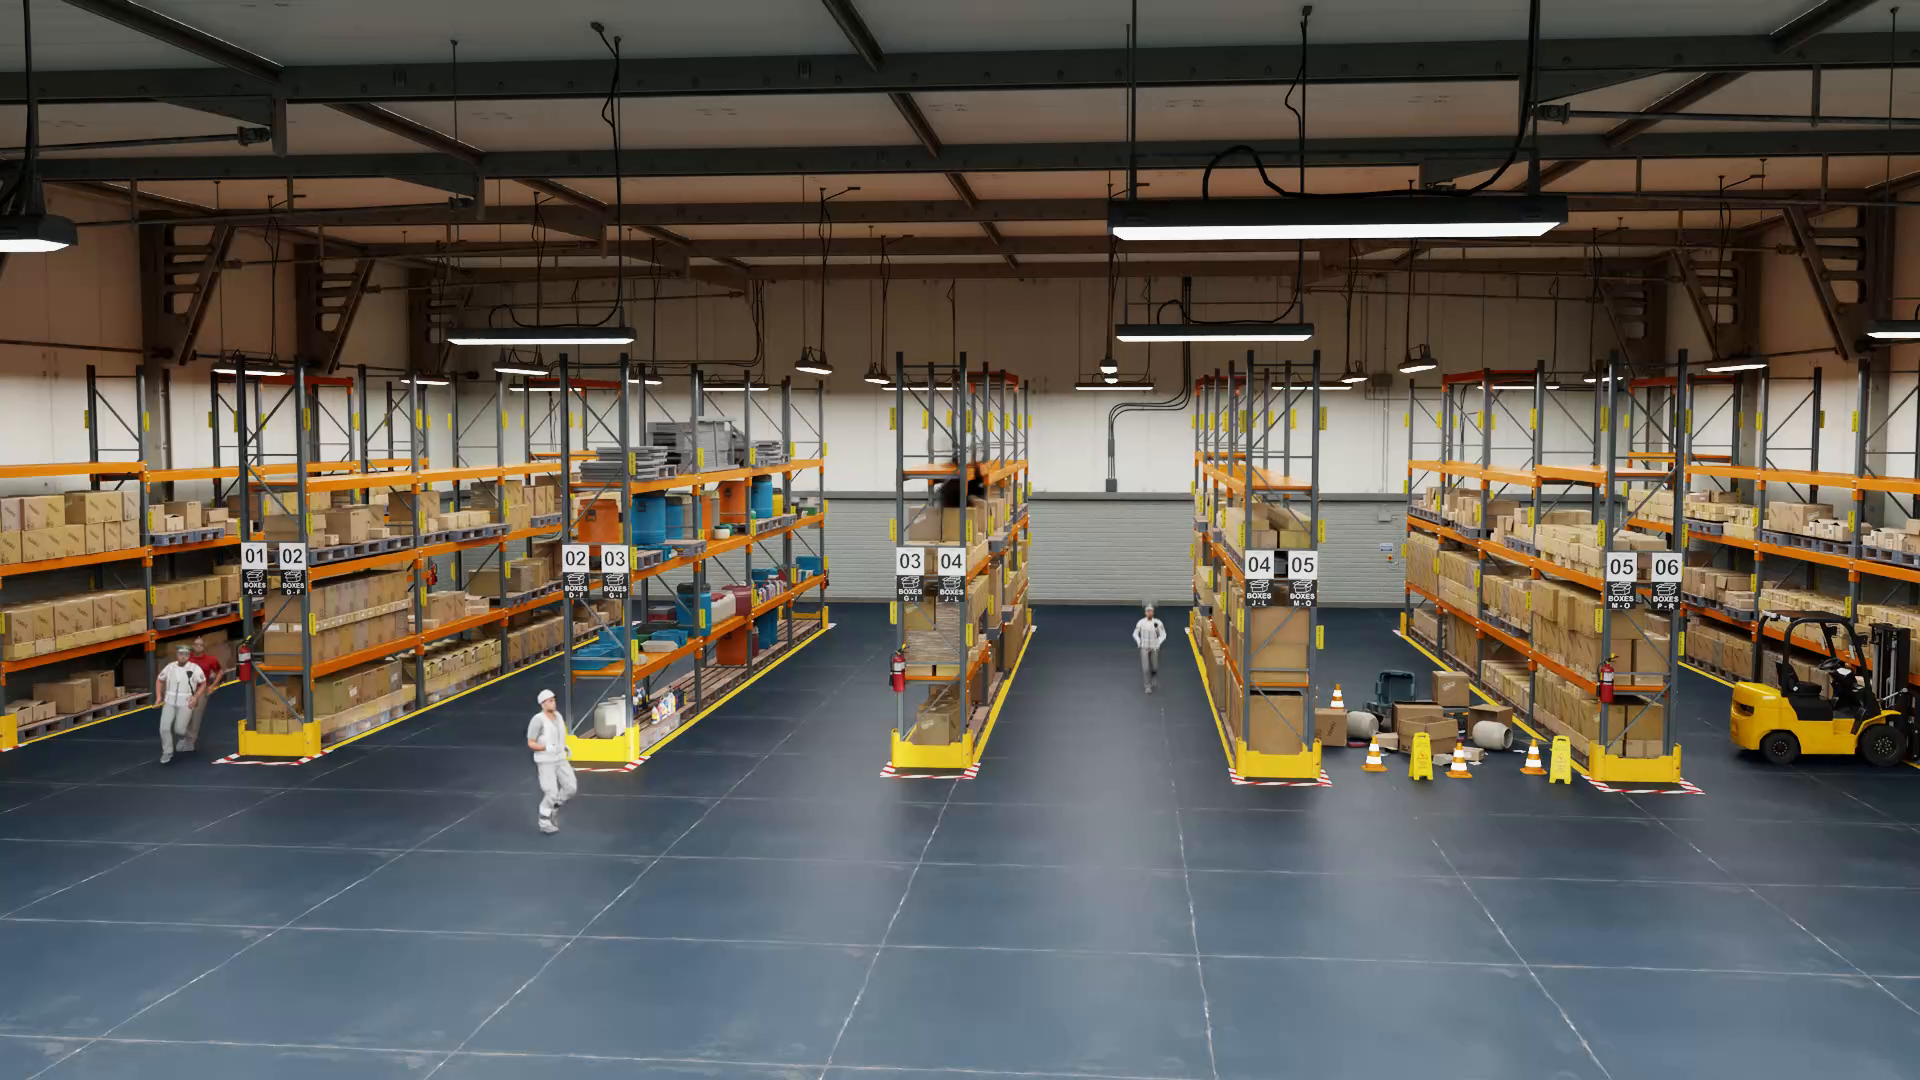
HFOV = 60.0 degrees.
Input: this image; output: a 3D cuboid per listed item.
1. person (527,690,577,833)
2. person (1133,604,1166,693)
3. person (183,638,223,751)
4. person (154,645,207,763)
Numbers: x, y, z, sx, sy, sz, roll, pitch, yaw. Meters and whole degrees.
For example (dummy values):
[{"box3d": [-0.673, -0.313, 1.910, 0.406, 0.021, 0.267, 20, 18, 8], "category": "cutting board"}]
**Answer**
[{"box3d": [-4.902, 2.686, 20.153, 0.578, 1.741, 0.644, 3, 5, 33], "category": "person"}, {"box3d": [3.498, 1.993, 30.744, 0.613, 1.646, 0.539, 0, 4, 7], "category": "person"}, {"box3d": [-11.714, 2.351, 25.590, 0.693, 1.696, 0.693, -1, 4, -16], "category": "person"}, {"box3d": [-11.577, 2.408, 24.718, 0.705, 1.738, 0.585, -1, 4, -10], "category": "person"}]
